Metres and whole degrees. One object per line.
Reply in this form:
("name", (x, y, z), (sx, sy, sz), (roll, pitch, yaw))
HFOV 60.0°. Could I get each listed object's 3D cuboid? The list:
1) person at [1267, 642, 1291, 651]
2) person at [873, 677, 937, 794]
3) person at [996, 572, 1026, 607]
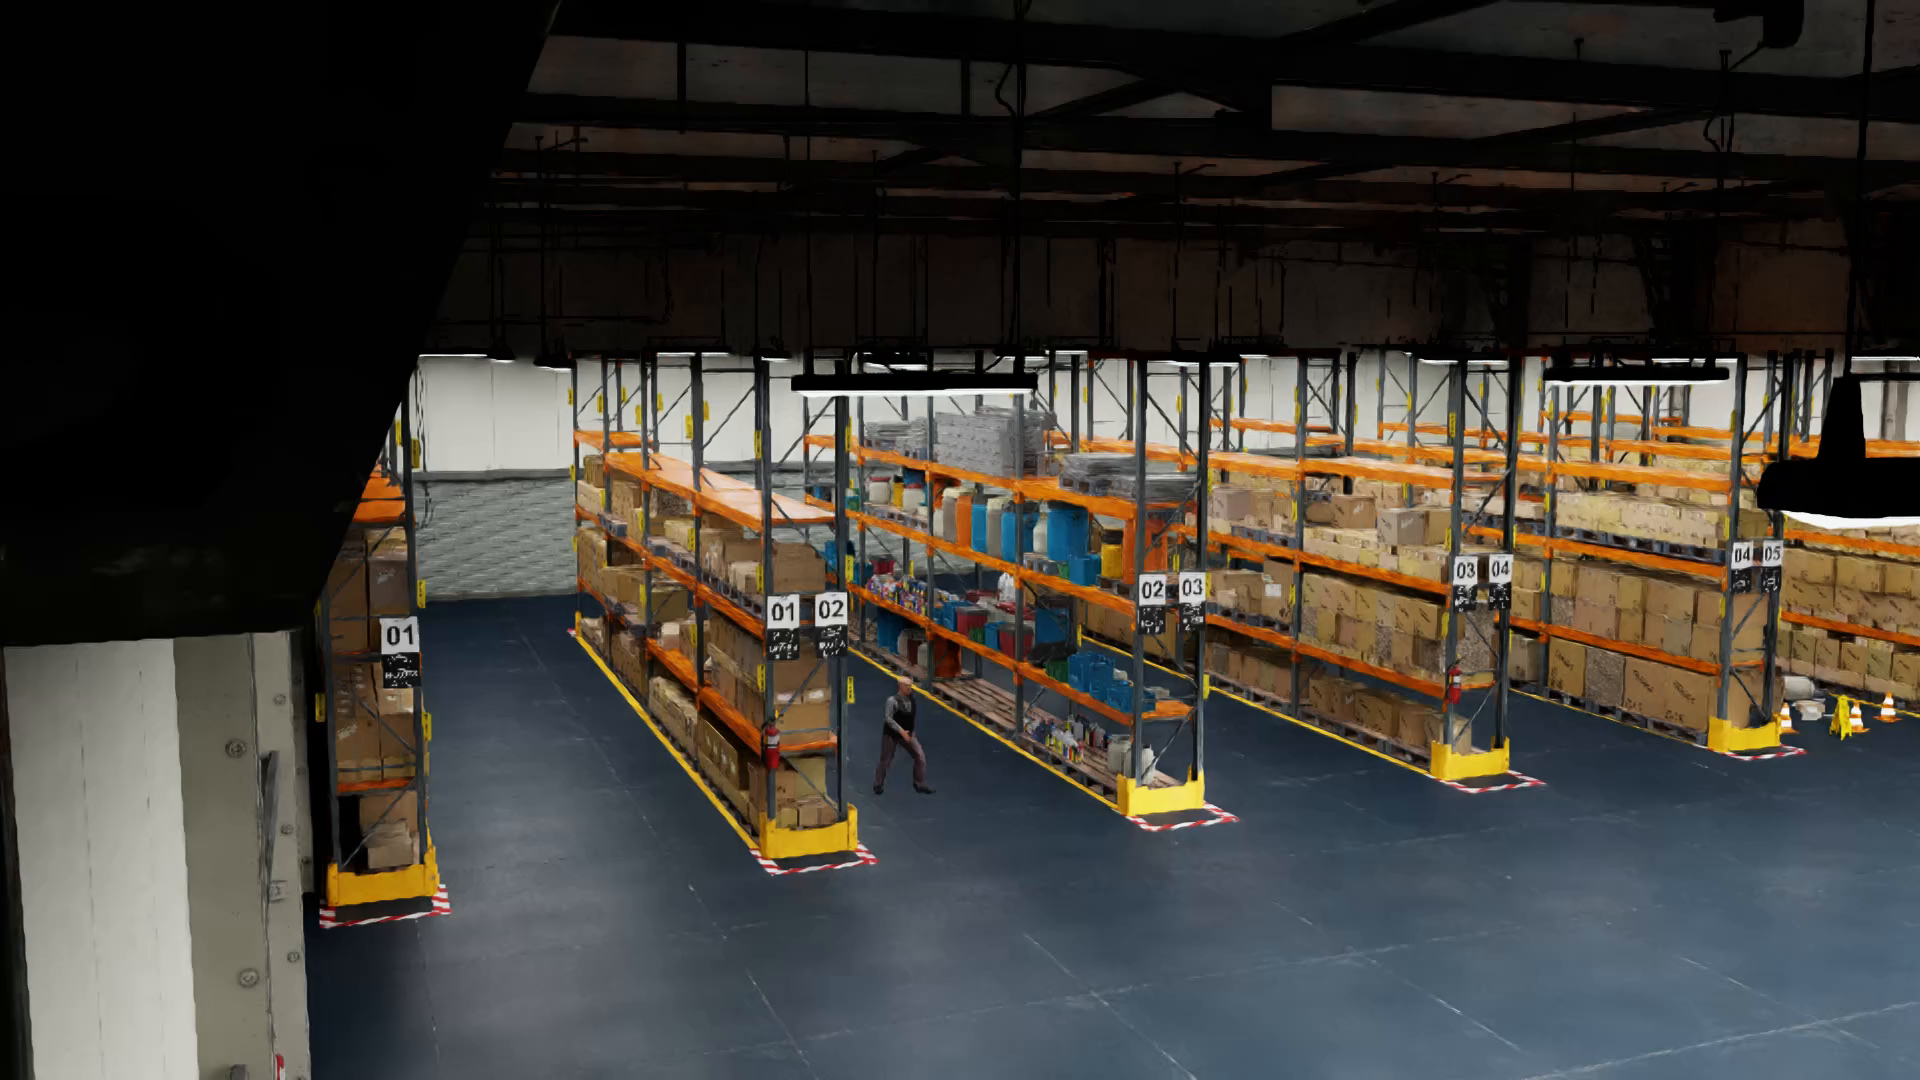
("person", (6.431, 1.388, 33.024), (0.719, 1.714, 0.578), (-3, 8, -22))
("person", (-0.821, 2.671, 22.809), (0.682, 1.660, 0.800), (-6, 9, -41))
("person", (1.061, 1.251, 34.023), (0.556, 1.712, 1.040), (-3, 8, -22))
